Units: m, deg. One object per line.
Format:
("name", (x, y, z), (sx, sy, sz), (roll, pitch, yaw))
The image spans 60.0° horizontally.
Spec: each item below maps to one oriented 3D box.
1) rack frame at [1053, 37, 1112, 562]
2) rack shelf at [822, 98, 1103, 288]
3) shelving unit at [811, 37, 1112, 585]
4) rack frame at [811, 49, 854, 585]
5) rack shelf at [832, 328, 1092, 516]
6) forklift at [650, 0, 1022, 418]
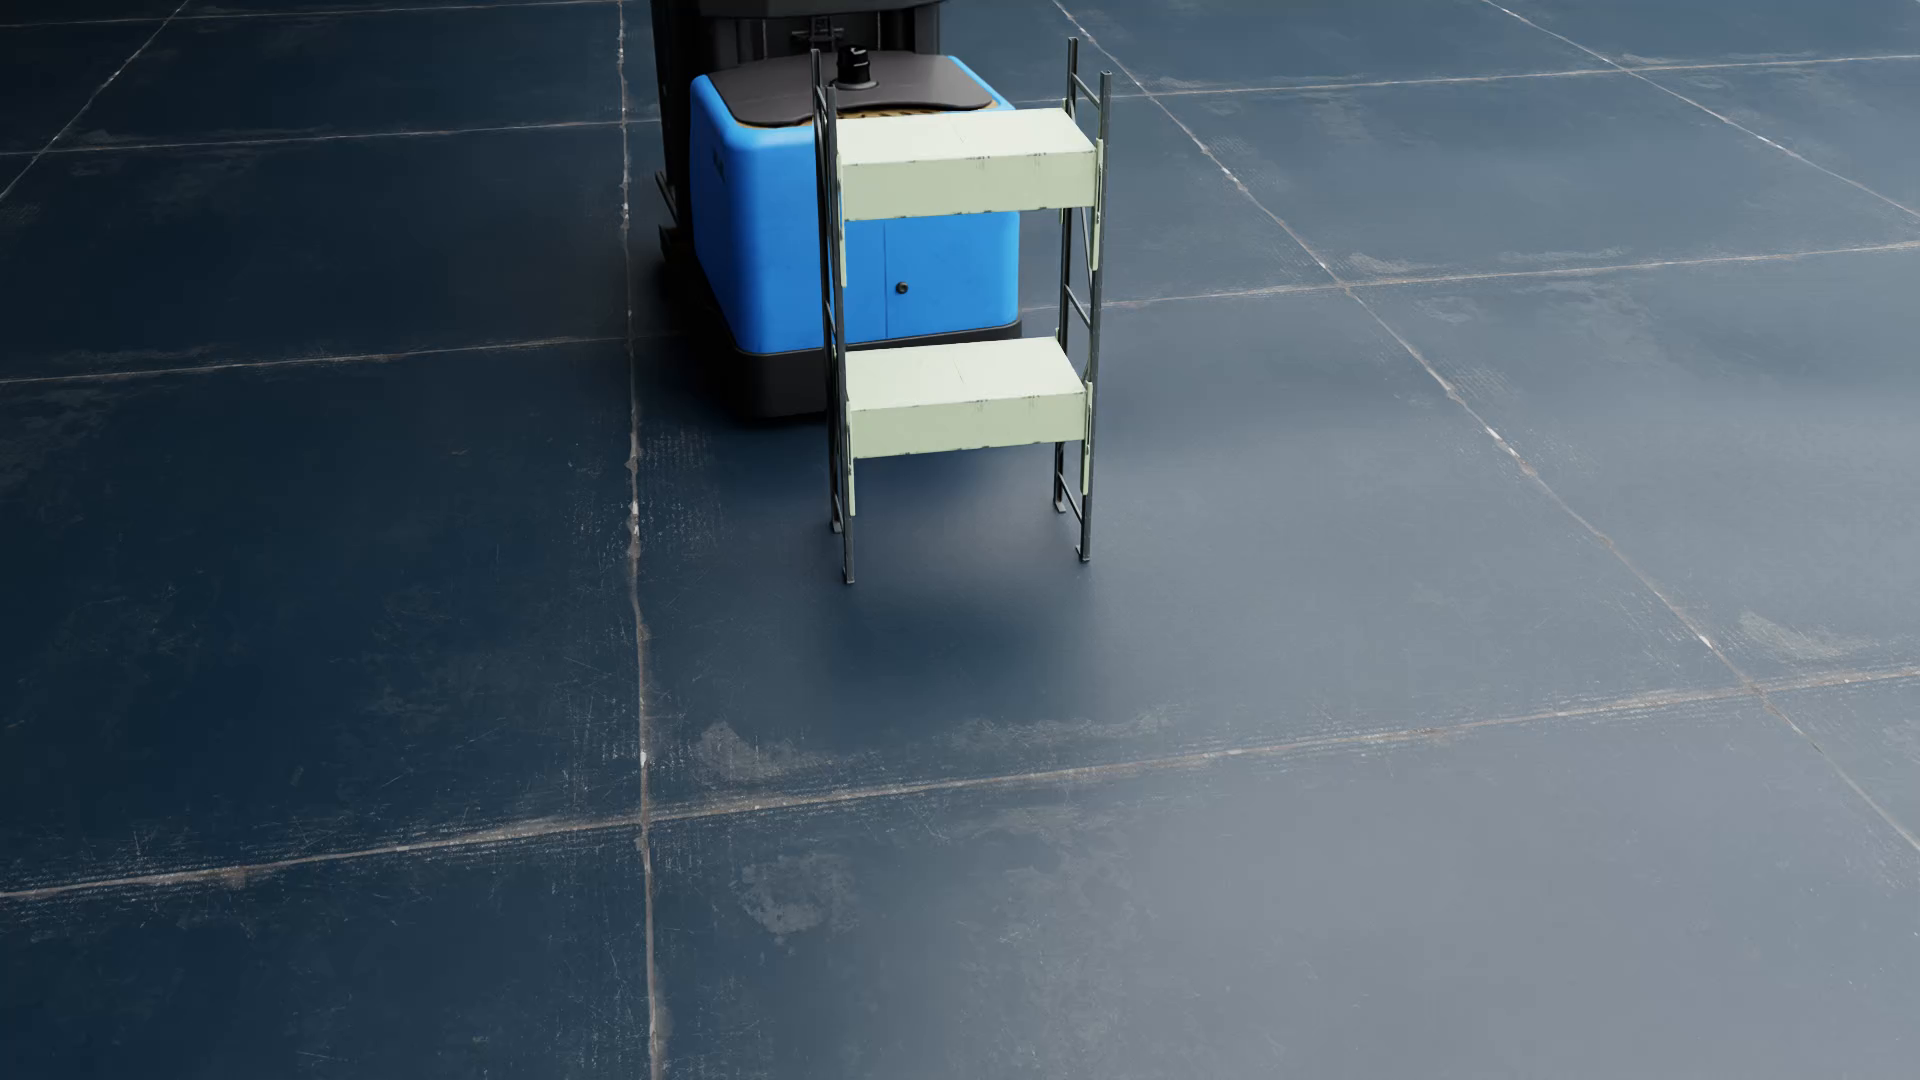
("rack frame", (0.353, -0.679, 4.926), (0.023, 1.500, 0.400), (-5, 31, -9))
("rack shelf", (-0.007, -0.982, 4.671), (0.720, 0.370, 0.431), (-5, 31, -9))
("shelving unit", (-0.007, -0.646, 4.869), (0.755, 1.500, 0.431), (-5, 31, -9))
("rack frame", (-0.367, -0.612, 4.812), (0.023, 1.500, 0.400), (-5, 31, -9))
("rack shelf", (-0.007, -0.365, 5.034), (0.720, 0.370, 0.431), (-5, 31, -9))
("forklift", (-0.687, -2.428, 6.487), (1.130, 2.935, 3.031), (-9, 32, -14))
